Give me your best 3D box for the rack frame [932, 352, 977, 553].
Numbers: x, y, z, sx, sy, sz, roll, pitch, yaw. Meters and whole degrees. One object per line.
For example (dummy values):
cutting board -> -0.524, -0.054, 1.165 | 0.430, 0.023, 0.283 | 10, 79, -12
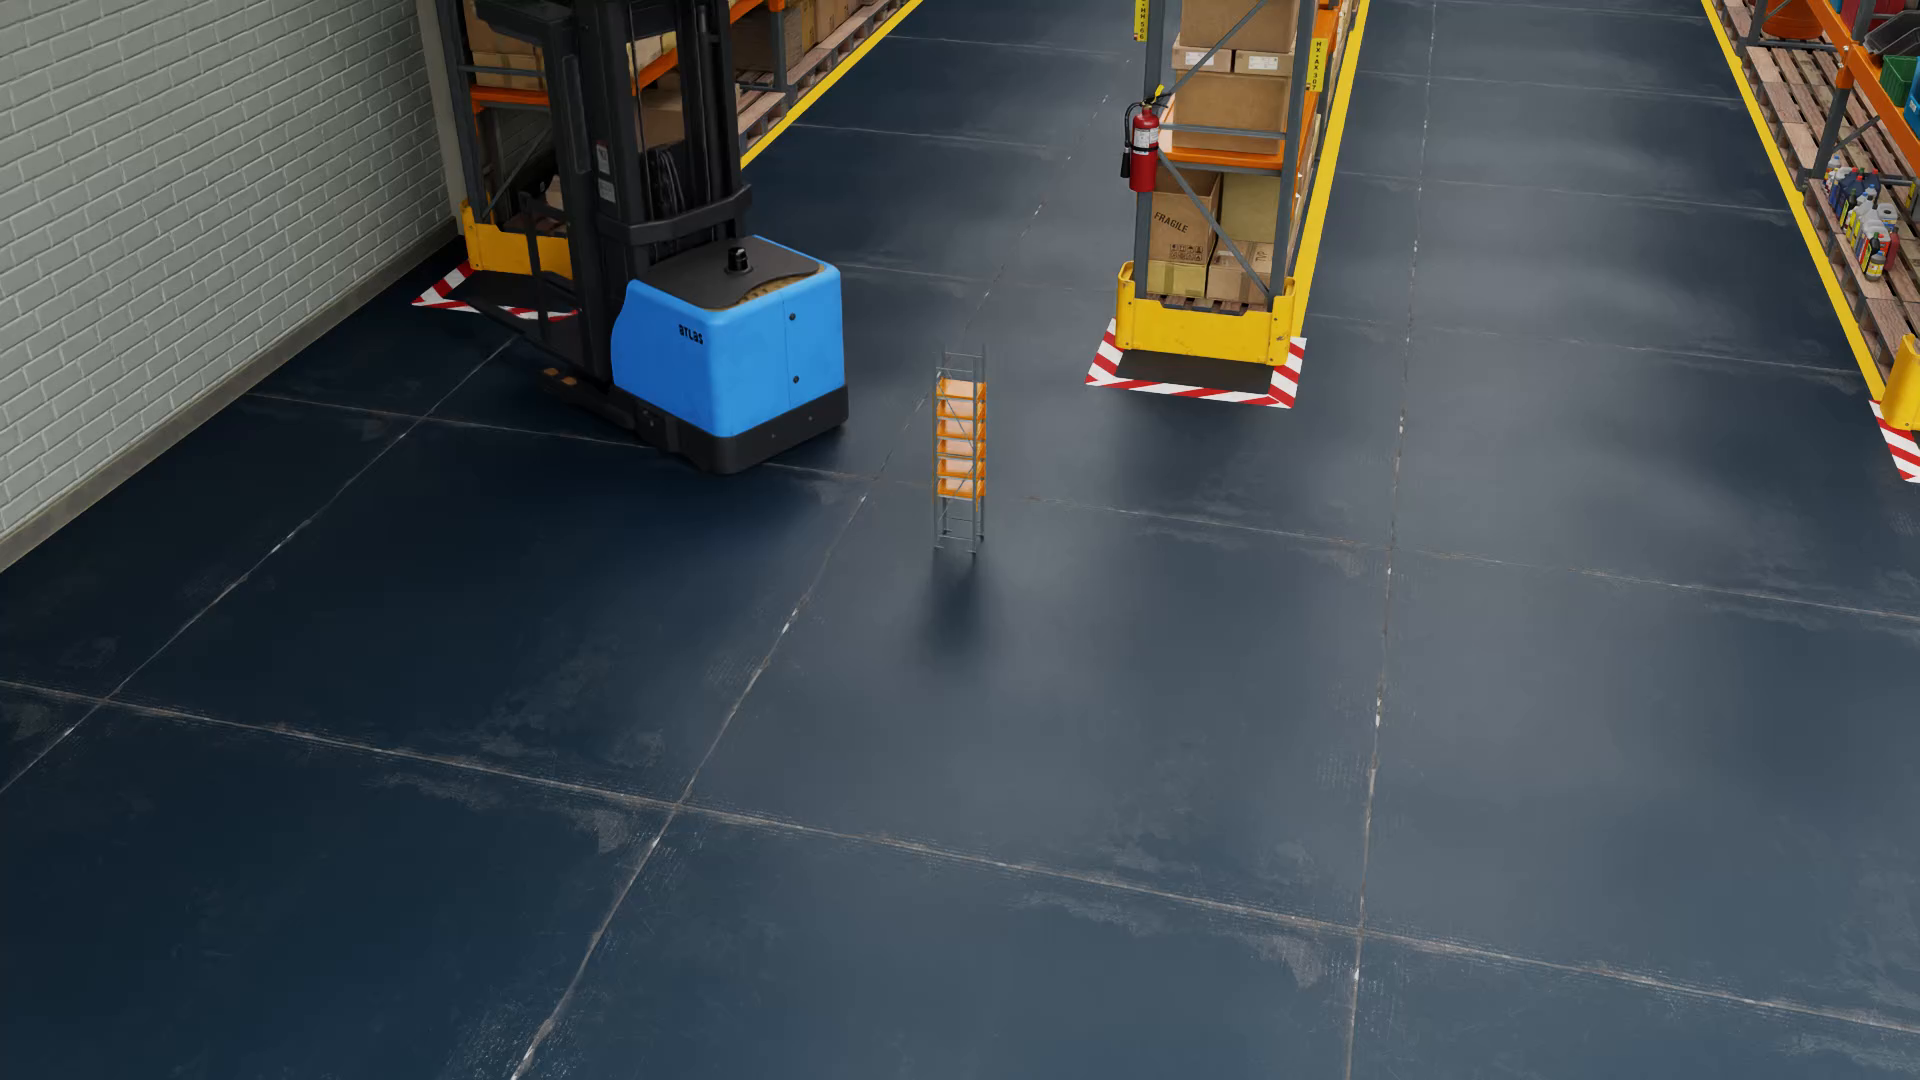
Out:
rack frame -> -0.027, -0.451, 8.911 | 0.240, 1.200, 0.006 | 8, 33, 12

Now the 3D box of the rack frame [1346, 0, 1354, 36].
rack frame -> 3.694, -6.759, 17.156 | 1.000, 3.000, 0.127 | 8, 33, 12

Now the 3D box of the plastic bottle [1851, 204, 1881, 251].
plastic bottle -> 6.660, -2.297, 12.197 | 0.144, 0.351, 0.185 | 9, 34, 14

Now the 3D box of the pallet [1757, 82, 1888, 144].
pallet -> 7.939, -3.878, 15.223 | 1.003, 0.211, 1.213 | 8, 33, 12

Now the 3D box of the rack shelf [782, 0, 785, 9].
rack shelf -> -1.606, -6.090, 16.774 | 1.077, 0.370, 4.000 | 8, 33, 12

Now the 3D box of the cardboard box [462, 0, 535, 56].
cardboard box -> -3.214, -3.815, 11.947 | 0.500, 0.500, 0.500 | 8, 33, 12

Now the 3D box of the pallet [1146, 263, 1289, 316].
pallet -> 1.818, -1.833, 12.007 | 1.003, 0.211, 1.213 | 8, 33, 12

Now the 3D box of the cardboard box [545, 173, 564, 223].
cardboard box -> -2.866, -2.678, 12.832 | 0.500, 0.311, 0.500 | 4, 33, 7

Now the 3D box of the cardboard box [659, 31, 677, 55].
cardboard box -> -2.444, -3.970, 12.890 | 0.500, 0.250, 0.500 | 8, 33, 12

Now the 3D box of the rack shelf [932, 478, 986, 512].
rack shelf -> -0.004, -0.259, 9.139 | 0.258, 0.103, 0.180 | 8, 33, 12

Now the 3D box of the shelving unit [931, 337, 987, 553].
shelving unit -> -0.004, -0.499, 8.986 | 0.258, 1.200, 0.189 | 8, 33, 12

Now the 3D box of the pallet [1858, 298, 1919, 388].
pallet -> 6.640, -1.221, 11.044 | 1.003, 0.211, 1.213 | 8, 33, 12

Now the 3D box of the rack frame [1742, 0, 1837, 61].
rack frame -> 8.485, -6.083, 16.092 | 1.000, 3.000, 0.127 | 8, 33, 12

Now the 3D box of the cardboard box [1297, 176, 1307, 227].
cardboard box -> 2.398, -2.651, 12.865 | 0.500, 0.250, 0.500 | 8, 33, 12

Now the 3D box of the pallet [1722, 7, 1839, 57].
pallet -> 8.644, -5.321, 17.493 | 1.003, 0.211, 1.213 | 8, 33, 12

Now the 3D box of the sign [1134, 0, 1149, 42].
sign -> 1.143, -3.277, 10.379 | 0.100, 0.325, 0.005 | 8, 33, 12

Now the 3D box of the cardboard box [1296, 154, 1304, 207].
cardboard box -> 2.255, -2.710, 12.259 | 0.500, 0.500, 0.500 | 8, 33, 12

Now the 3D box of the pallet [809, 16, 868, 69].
pallet -> -1.609, -5.218, 17.332 | 1.003, 0.211, 1.213 | 8, 33, 12

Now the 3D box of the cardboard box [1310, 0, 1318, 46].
cardboard box -> 2.445, -4.220, 13.068 | 0.700, 0.500, 0.500 | 8, 33, 12

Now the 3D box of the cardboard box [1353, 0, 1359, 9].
cardboard box -> 4.086, -6.087, 18.019 | 0.500, 0.500, 0.500 | 9, 34, 14

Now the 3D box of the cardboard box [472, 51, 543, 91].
cardboard box -> -3.197, -3.494, 12.141 | 0.500, 0.250, 0.500 | 8, 33, 13

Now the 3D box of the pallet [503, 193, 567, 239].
pallet -> -2.869, -2.560, 13.149 | 1.003, 0.211, 1.213 | 8, 33, 12

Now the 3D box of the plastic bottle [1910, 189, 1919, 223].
plastic bottle -> 7.387, -2.577, 12.707 | 0.152, 0.276, 0.135 | 8, 33, 12

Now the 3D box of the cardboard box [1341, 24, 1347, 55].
cardboard box -> 3.539, -4.941, 16.468 | 0.500, 0.250, 0.500 | 9, 33, 13

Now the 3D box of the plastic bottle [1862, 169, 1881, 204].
plastic bottle -> 7.003, -2.693, 12.819 | 0.144, 0.351, 0.185 | 8, 33, 12

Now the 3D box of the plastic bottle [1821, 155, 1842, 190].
plastic bottle -> 6.965, -2.936, 13.275 | 0.097, 0.271, 0.097 | 0, 32, 0

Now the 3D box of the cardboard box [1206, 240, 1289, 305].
cardboard box -> 2.015, -1.872, 11.641 | 0.500, 0.250, 0.500 | 8, 33, 12

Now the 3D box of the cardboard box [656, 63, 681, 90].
cardboard box -> -2.338, -3.943, 14.645 | 0.500, 0.500, 0.500 | 6, 33, 9

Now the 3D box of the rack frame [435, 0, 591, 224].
rack frame -> -3.128, -3.280, 11.684 | 1.000, 3.000, 0.127 | 8, 33, 12

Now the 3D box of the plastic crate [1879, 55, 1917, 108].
plastic crate -> 6.852, -3.252, 11.836 | 0.450, 0.188, 0.662 | 8, 33, 12

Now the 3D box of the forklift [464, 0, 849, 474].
forklift -> -2.114, -2.299, 10.205 | 3.031, 2.935, 1.130 | 27, 41, 35

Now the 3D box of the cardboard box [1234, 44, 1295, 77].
cardboard box -> 1.972, -3.098, 10.699 | 0.380, 0.149, 0.250 | 8, 33, 12

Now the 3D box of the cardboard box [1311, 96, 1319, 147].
cardboard box -> 2.635, -3.488, 13.484 | 0.500, 0.500, 0.500 | 8, 33, 12

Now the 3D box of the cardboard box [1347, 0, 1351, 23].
cardboard box -> 3.674, -5.437, 16.725 | 0.500, 0.311, 0.500 | 8, 33, 12

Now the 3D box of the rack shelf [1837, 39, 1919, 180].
rack shelf -> 6.962, -2.666, 11.387 | 1.077, 0.370, 4.000 | 8, 33, 12

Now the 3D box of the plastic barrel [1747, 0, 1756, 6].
plastic barrel -> 8.879, -6.084, 17.951 | 0.600, 0.588, 0.708 | 8, 33, 12

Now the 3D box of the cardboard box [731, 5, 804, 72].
cardboard box -> -1.942, -4.871, 16.106 | 0.700, 0.500, 0.500 | 9, 34, 14

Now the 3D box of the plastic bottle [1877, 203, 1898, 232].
plastic bottle -> 6.857, -2.355, 12.357 | 0.152, 0.276, 0.135 | 8, 33, 12

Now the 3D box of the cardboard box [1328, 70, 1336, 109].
cardboard box -> 3.152, -4.141, 15.209 | 0.500, 0.250, 0.500 | 9, 33, 14

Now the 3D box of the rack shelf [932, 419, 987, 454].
rack shelf -> -0.004, -0.563, 8.946 | 0.258, 0.103, 0.180 | 8, 33, 12

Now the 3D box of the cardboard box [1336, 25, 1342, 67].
cardboard box -> 3.287, -4.645, 15.480 | 0.500, 0.311, 0.500 | 7, 33, 11

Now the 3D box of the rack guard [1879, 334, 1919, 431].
rack guard -> 6.428, -0.922, 10.305 | 1.175, 0.500, 0.348 | 8, 33, 12

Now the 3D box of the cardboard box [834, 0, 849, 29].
cardboard box -> -1.572, -5.668, 17.360 | 0.700, 0.500, 0.500 | 8, 33, 12

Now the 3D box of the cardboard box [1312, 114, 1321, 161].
cardboard box -> 2.773, -3.430, 14.090 | 0.500, 0.250, 0.500 | 8, 33, 12

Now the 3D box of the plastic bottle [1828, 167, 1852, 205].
plastic bottle -> 6.909, -2.766, 13.004 | 0.152, 0.276, 0.135 | 9, 34, 14

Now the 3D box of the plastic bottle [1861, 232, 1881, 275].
plastic bottle -> 6.509, -2.046, 11.865 | 0.061, 0.283, 0.133 | 9, 33, 14

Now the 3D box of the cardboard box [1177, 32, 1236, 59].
cardboard box -> 1.642, -3.284, 10.991 | 0.380, 0.149, 0.250 | 9, 34, 14

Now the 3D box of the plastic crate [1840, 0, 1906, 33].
plastic crate -> 7.296, -4.327, 13.271 | 0.402, 0.464, 0.583 | 8, 33, 12

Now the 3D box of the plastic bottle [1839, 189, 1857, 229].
plastic bottle -> 6.733, -2.506, 12.588 | 0.061, 0.283, 0.133 | 9, 34, 15
